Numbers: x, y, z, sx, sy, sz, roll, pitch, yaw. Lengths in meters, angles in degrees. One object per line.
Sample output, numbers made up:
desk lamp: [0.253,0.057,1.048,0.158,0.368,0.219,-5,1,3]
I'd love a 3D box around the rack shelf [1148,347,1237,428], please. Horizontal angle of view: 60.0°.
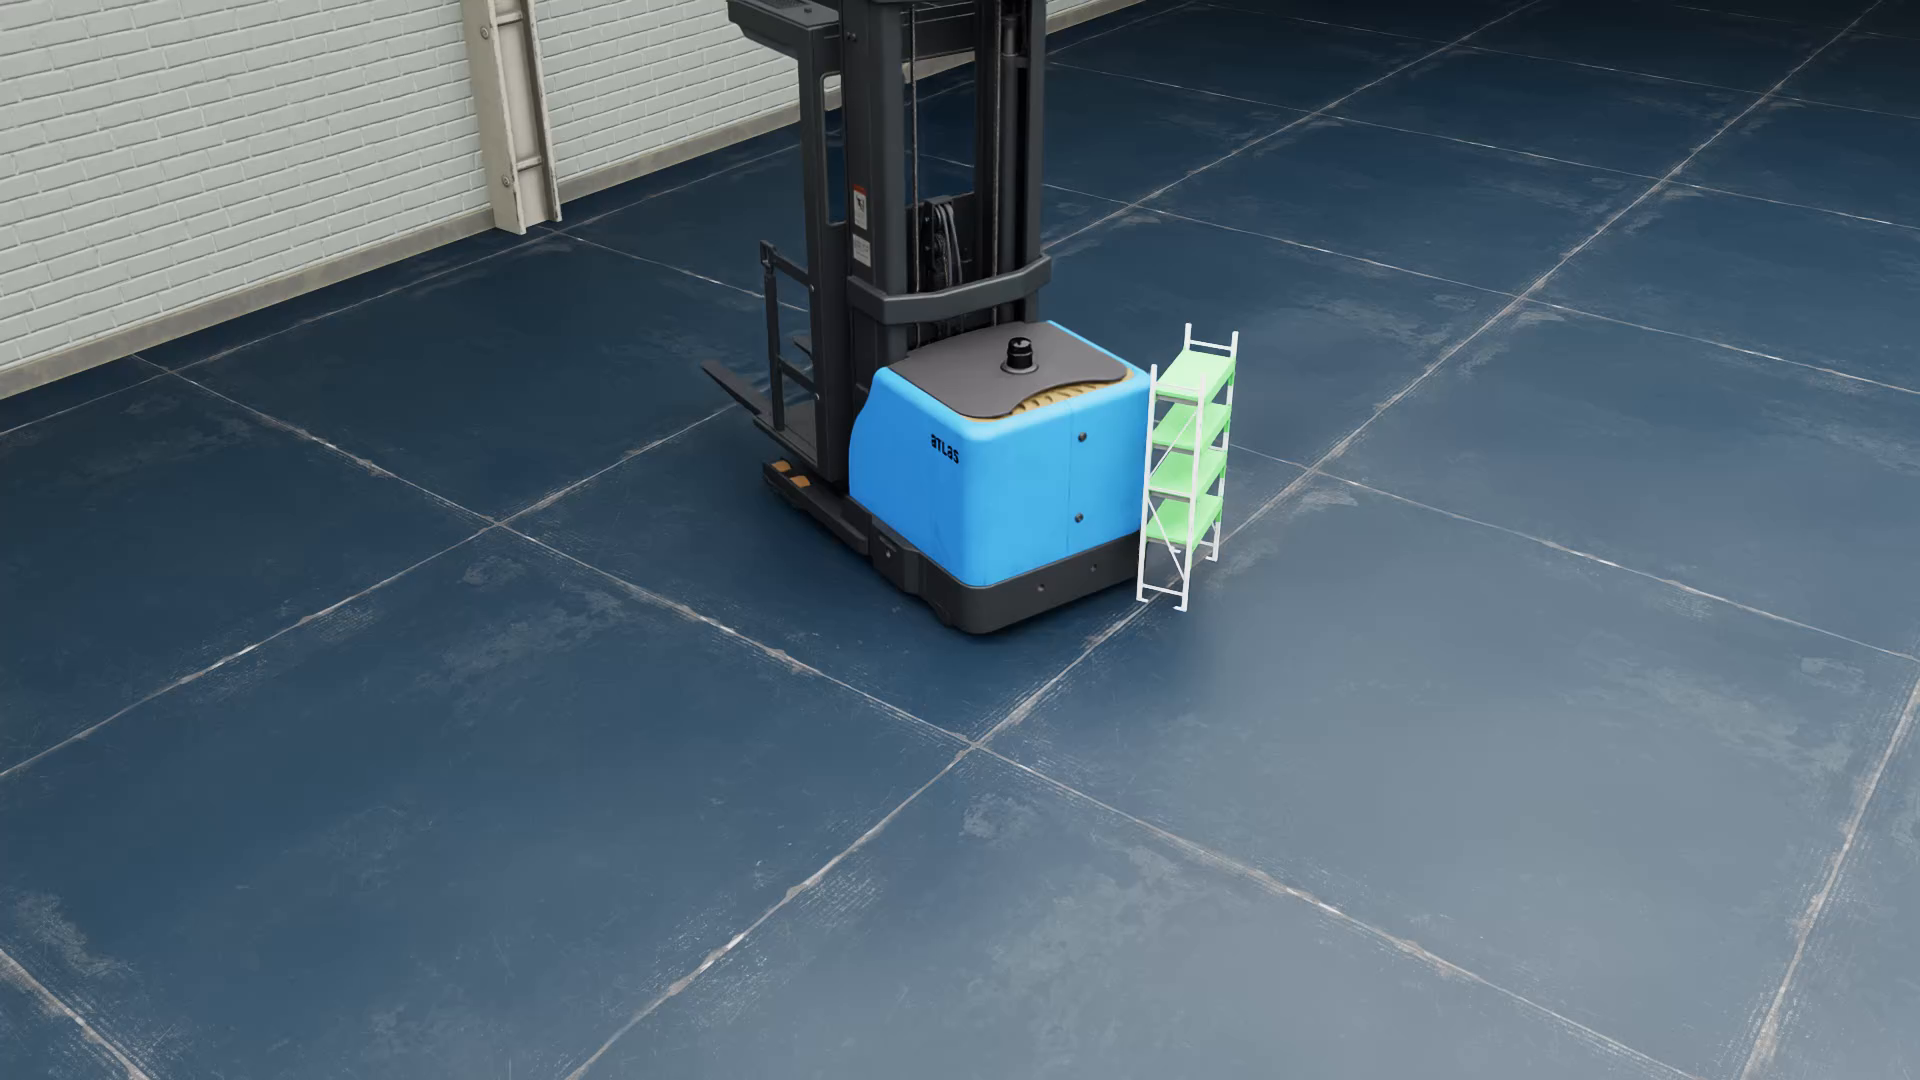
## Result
rack shelf: [1.038,-0.685,7.413,0.258,0.148,0.480,13,33,21]

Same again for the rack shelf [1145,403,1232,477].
rack shelf: [1.038,-0.478,7.535,0.258,0.148,0.480,13,33,21]

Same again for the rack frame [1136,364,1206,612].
rack frame: [0.937,-0.213,7.433,0.240,1.200,0.015,13,33,21]

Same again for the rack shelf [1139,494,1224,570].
rack shelf: [1.038,-0.065,7.780,0.258,0.148,0.480,13,33,21]

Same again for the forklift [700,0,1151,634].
forklift: [-0.365,-1.548,7.987,1.130,2.935,3.031,-19,36,-29]

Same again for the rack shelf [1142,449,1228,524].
rack shelf: [1.038,-0.272,7.657,0.258,0.148,0.480,13,33,21]

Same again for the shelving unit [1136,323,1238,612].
shelving unit: [1.038,-0.327,7.625,0.258,1.200,0.503,13,33,21]

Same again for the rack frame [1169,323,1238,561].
rack frame: [1.138,-0.440,7.816,0.240,1.200,0.015,13,33,21]

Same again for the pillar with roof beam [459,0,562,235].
pillar with roof beam: [0.271,-4.867,7.636,9.100,9.000,0.400,21,37,31]
